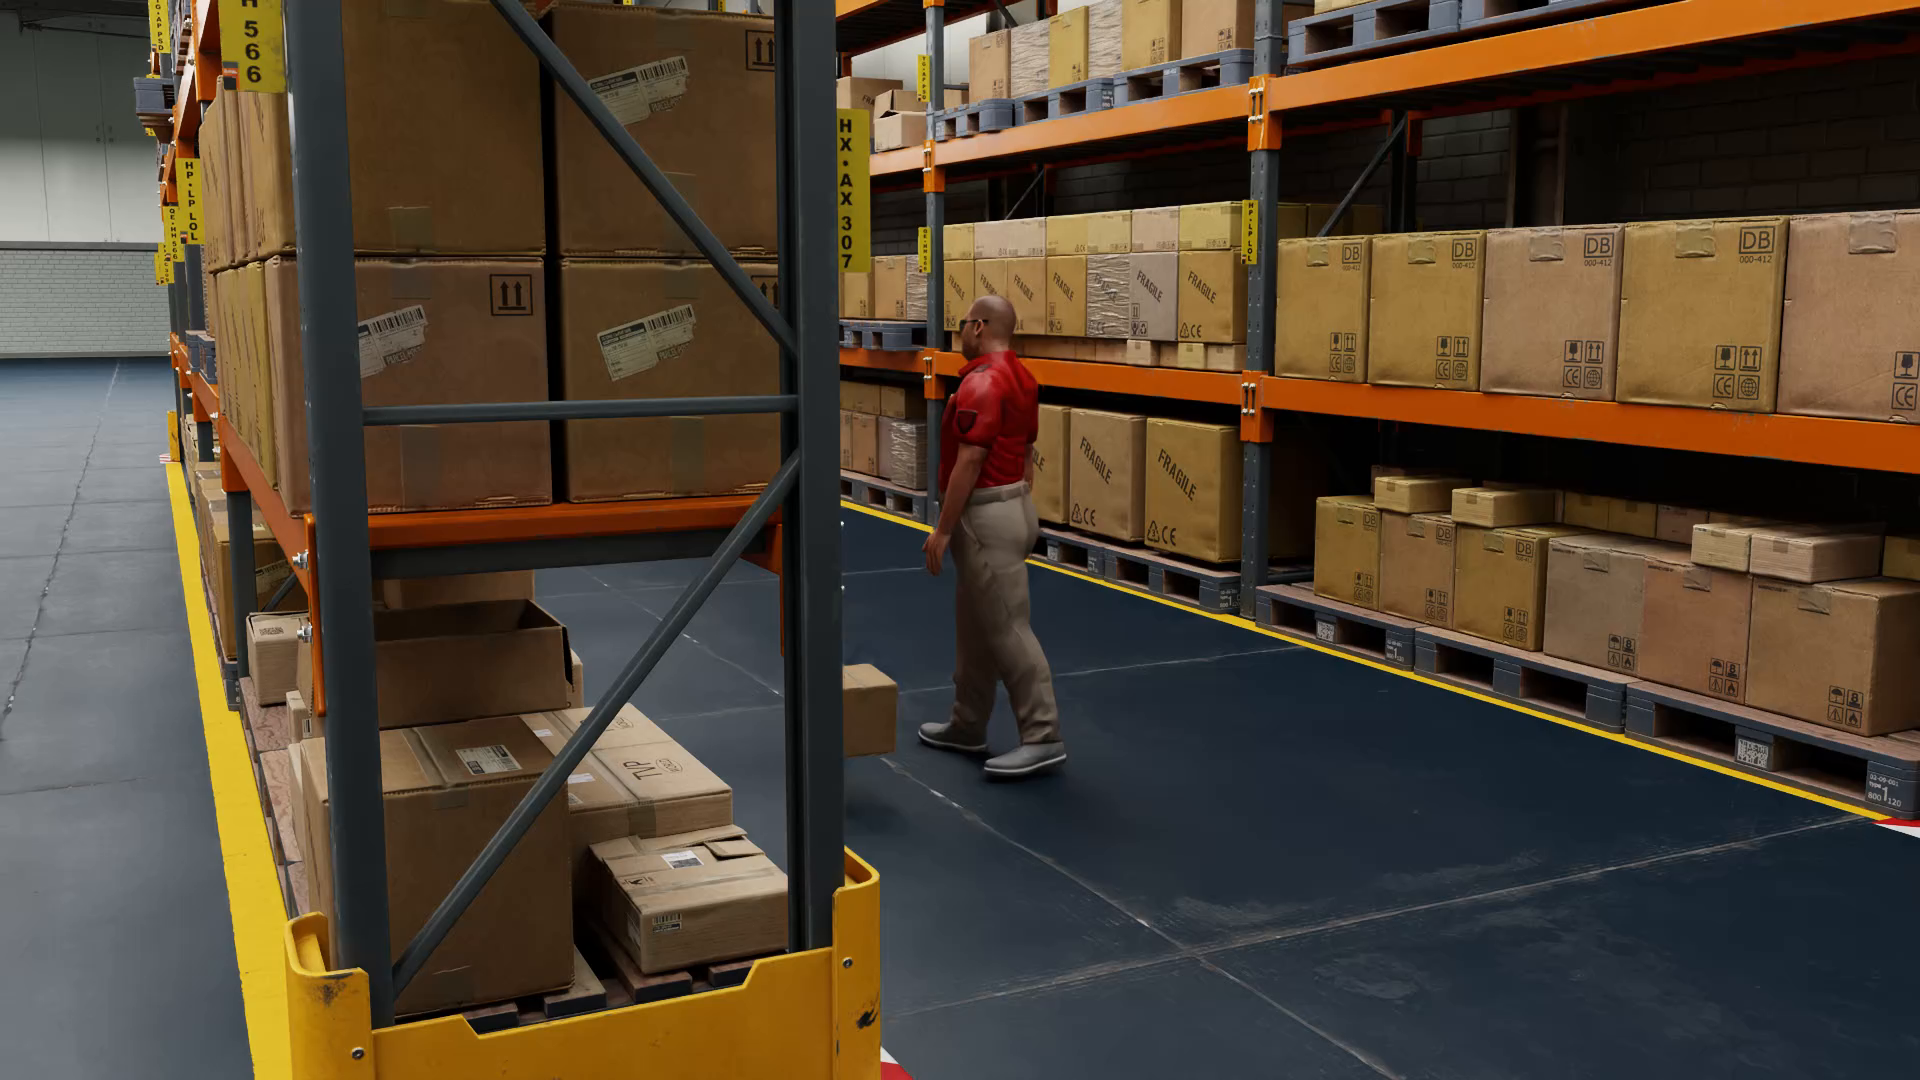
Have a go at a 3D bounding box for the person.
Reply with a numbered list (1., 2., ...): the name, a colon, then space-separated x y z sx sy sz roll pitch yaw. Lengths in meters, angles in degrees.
1. person: 0.107 -0.036 6.132 0.658 1.719 0.652 3 9 18
